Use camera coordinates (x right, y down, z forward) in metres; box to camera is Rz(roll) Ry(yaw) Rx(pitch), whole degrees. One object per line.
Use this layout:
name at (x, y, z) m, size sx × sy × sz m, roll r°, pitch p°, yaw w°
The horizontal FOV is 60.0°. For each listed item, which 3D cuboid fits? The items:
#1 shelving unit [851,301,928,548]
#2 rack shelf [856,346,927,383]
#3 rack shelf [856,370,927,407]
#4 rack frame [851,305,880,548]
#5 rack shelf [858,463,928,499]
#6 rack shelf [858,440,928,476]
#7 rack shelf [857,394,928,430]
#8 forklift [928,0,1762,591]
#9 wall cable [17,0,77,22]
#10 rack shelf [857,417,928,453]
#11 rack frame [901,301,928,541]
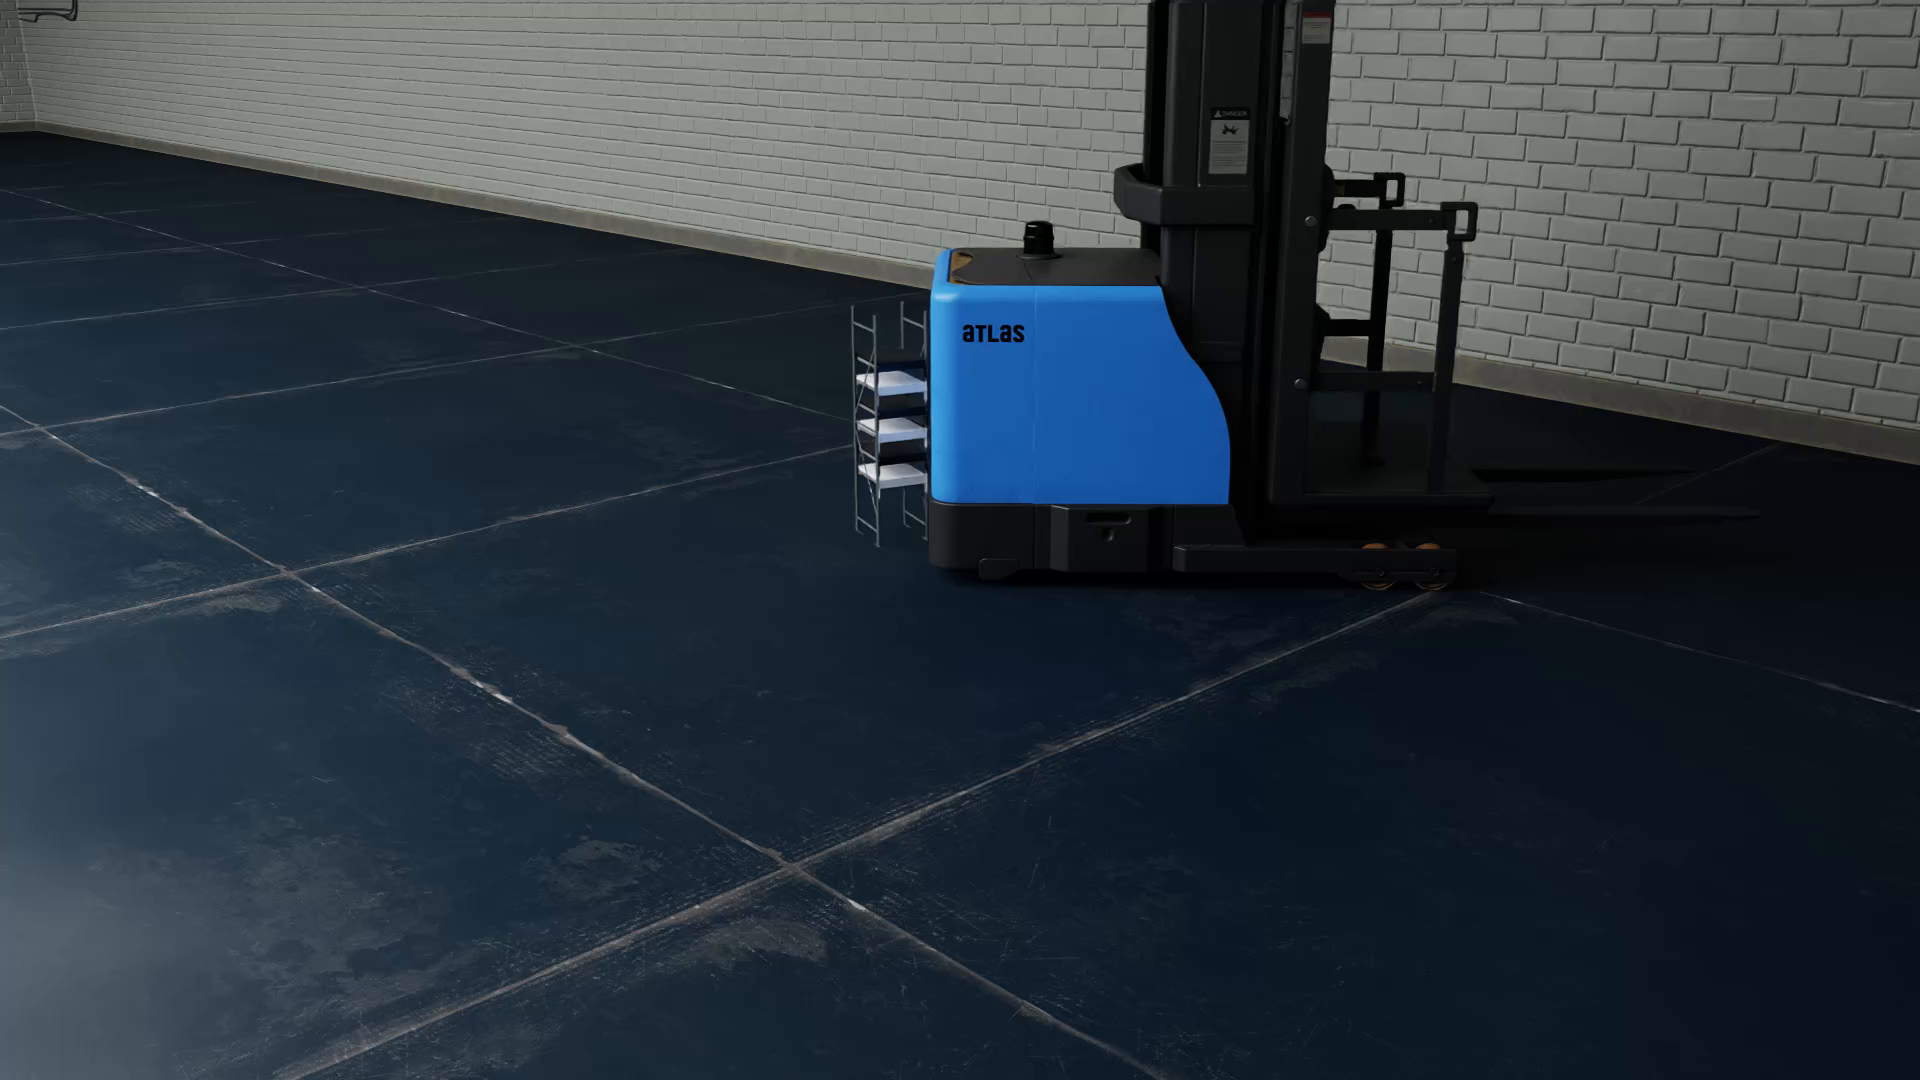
shelving unit at (-0.267, -0.443, 6.392) m, size 0.210 × 0.900 × 0.258 m, roll -8°, pitch 20°, yaw -24°
rack shelf at (-0.267, -0.668, 6.319) m, size 0.200 × 0.077 × 0.258 m, roll -8°, pitch 20°, yaw -24°
rack shelf at (-0.267, -0.582, 6.347) m, size 0.200 × 0.077 × 0.258 m, roll -8°, pitch 20°, yaw -24°
rack frame at (-0.359, -0.430, 6.351) m, size 0.006 × 0.900 × 0.240 m, roll -8°, pitch 20°, yaw -24°
rack shelf at (-0.267, -0.240, 6.458) m, size 0.200 × 0.077 × 0.258 m, roll -8°, pitch 20°, yaw -24°
rack shelf at (-0.267, -0.326, 6.430) m, size 0.200 × 0.077 × 0.258 m, roll -8°, pitch 20°, yaw -24°
rack shelf at (-0.267, -0.497, 6.374) m, size 0.200 × 0.077 × 0.258 m, roll -8°, pitch 20°, yaw -24°
forklift at (1.405, -1.379, 5.985) m, size 3.031 × 2.935 × 1.130 m, roll 0°, pitch 18°, yaw 1°
wall cable at (-13.951, -9.095, 24.981) m, size 0.112 × 2.526 × 3.097 m, roll -16°, pitch 24°, yaw -41°
rack shelf at (-0.267, -0.411, 6.402) m, size 0.200 × 0.077 × 0.258 m, roll -8°, pitch 20°, yaw -24°
rack frame at (-0.175, -0.456, 6.433) m, size 0.006 × 0.900 × 0.240 m, roll -8°, pitch 20°, yaw -24°
